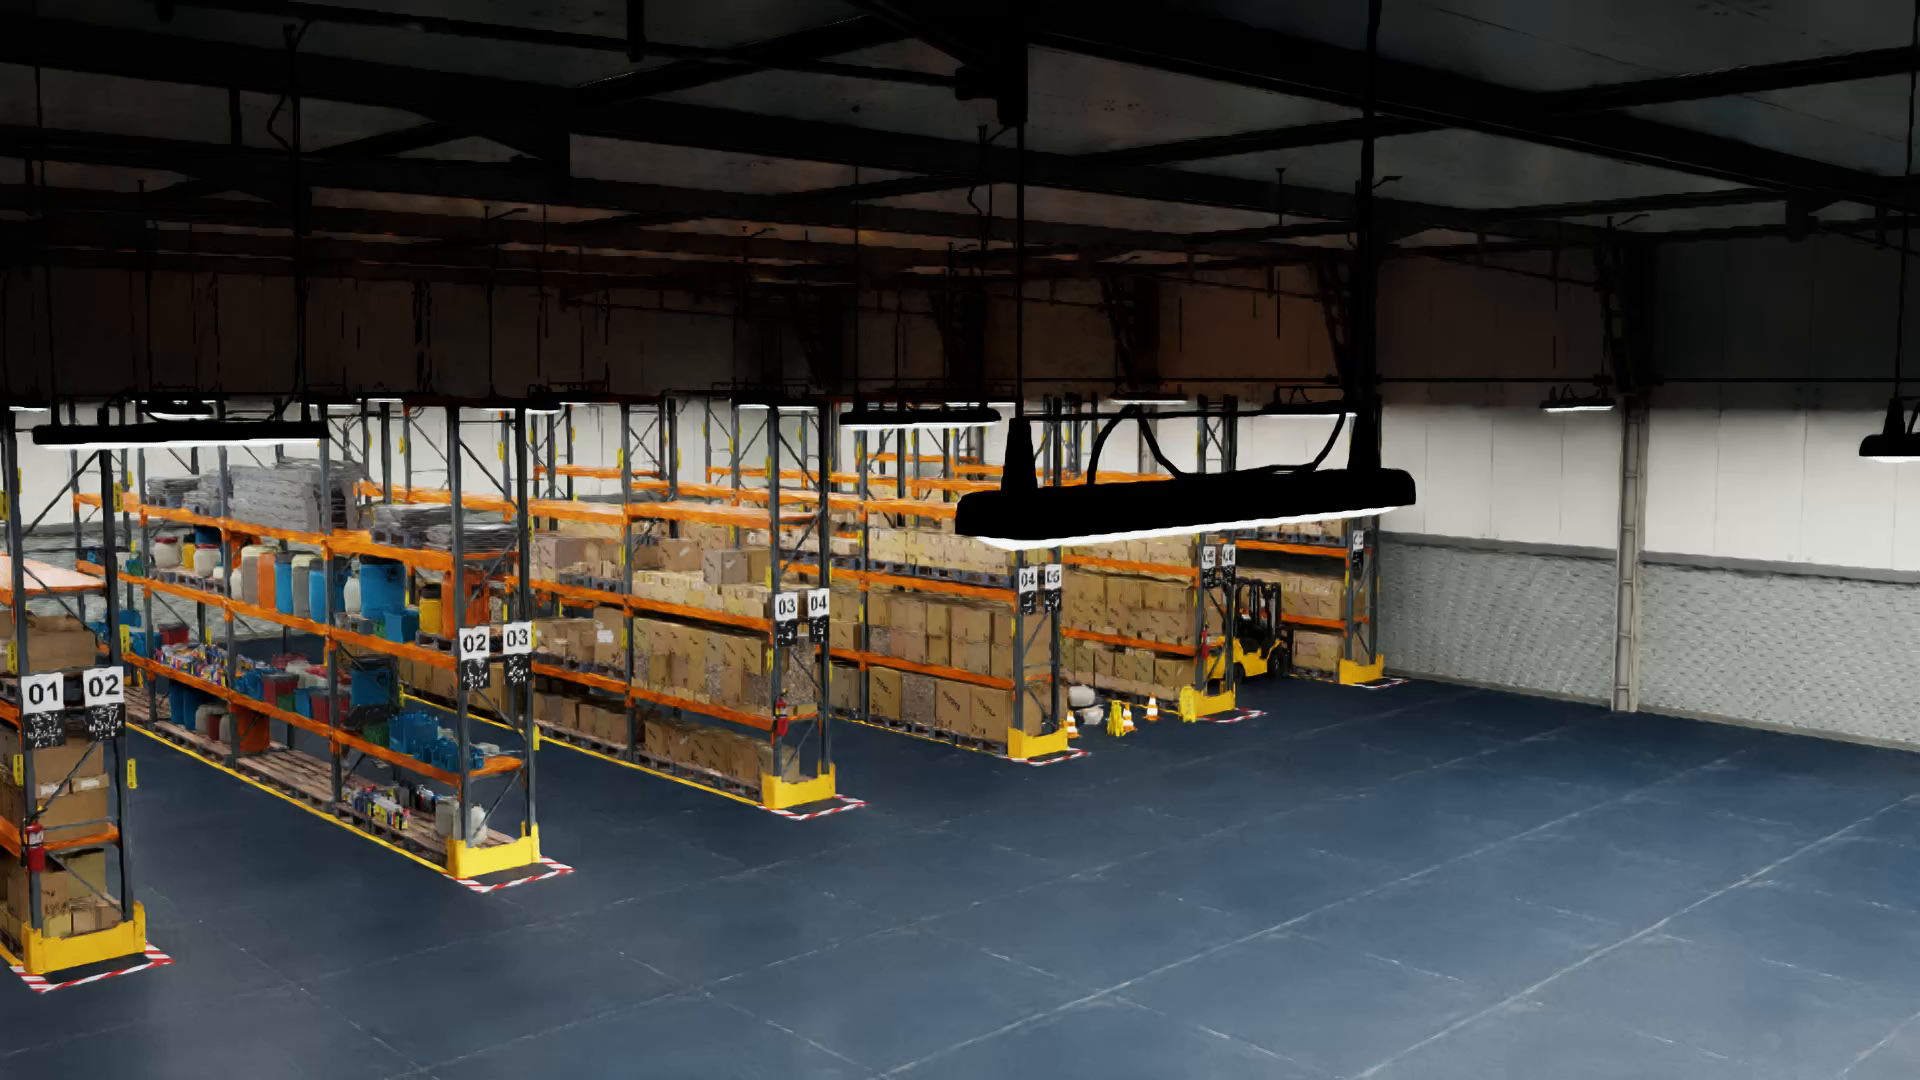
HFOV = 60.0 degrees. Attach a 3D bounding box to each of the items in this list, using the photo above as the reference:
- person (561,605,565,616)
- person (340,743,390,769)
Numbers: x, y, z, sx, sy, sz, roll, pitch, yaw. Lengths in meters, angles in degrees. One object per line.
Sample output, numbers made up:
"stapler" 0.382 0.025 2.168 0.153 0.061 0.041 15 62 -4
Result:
"person" -8.099 2.243 33.496 0.556 1.681 0.631 -1 6 -14
"person" -9.719 2.867 26.929 1.026 1.715 0.538 4 7 38
